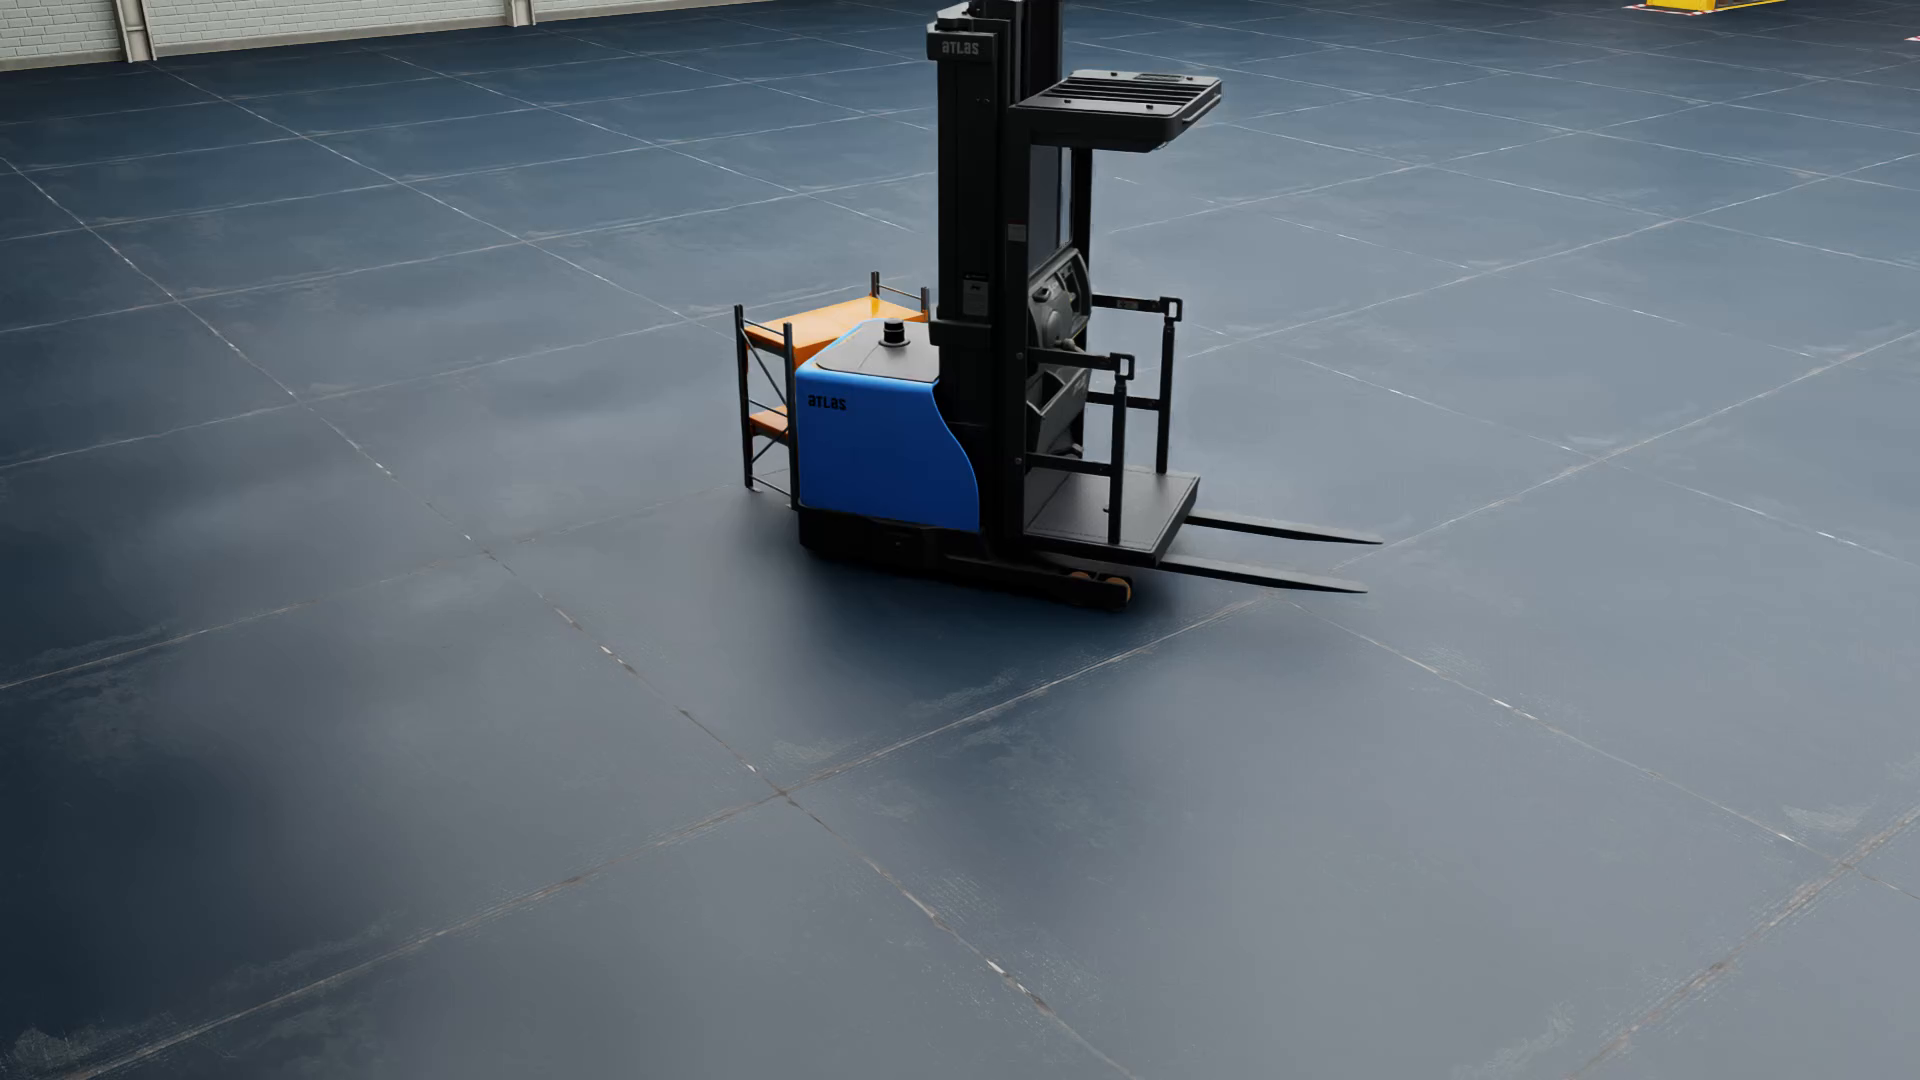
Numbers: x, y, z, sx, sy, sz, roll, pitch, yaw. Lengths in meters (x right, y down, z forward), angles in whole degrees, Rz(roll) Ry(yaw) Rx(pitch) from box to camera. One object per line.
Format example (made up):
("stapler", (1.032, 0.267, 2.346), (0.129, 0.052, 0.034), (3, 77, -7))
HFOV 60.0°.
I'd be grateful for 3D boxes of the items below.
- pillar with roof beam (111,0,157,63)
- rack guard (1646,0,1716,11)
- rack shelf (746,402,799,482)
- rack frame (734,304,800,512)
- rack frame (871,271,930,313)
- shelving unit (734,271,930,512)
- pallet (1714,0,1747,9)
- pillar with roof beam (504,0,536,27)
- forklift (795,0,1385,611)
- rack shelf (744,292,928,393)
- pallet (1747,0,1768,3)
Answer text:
("pillar with roof beam", (-9.412, -9.723, 19.510), (0.400, 9.000, 9.100), (-18, 31, -34))
("rack guard", (12.944, -9.813, 29.800), (0.348, 0.500, 1.175), (-18, 31, -34))
("rack shelf", (-0.732, -0.679, 9.958), (1.000, 0.278, 0.538), (-21, 32, -38))
("rack frame", (-1.105, -0.756, 9.542), (0.032, 1.125, 0.500), (-21, 32, -38))
("rack frame", (-0.359, -1.046, 10.169), (0.032, 1.125, 0.500), (-21, 32, -38))
("shelving unit", (-0.732, -0.901, 9.855), (1.048, 1.125, 0.538), (-21, 32, -38))
("pallet", (13.587, -9.891, 30.312), (1.213, 0.211, 1.003), (-18, 31, -34))
("pillar with roof beam", (-4.691, -11.281, 22.868), (0.400, 9.000, 9.100), (-18, 31, -34))
("forklift", (0.696, -1.222, 8.402), (3.031, 2.935, 1.130), (9, 26, 18))
("rack shelf", (-0.732, -1.167, 9.732), (1.000, 0.278, 0.538), (-21, 32, -38))
("pallet", (14.546, -10.206, 30.991), (1.213, 0.211, 1.003), (-18, 31, -34))
